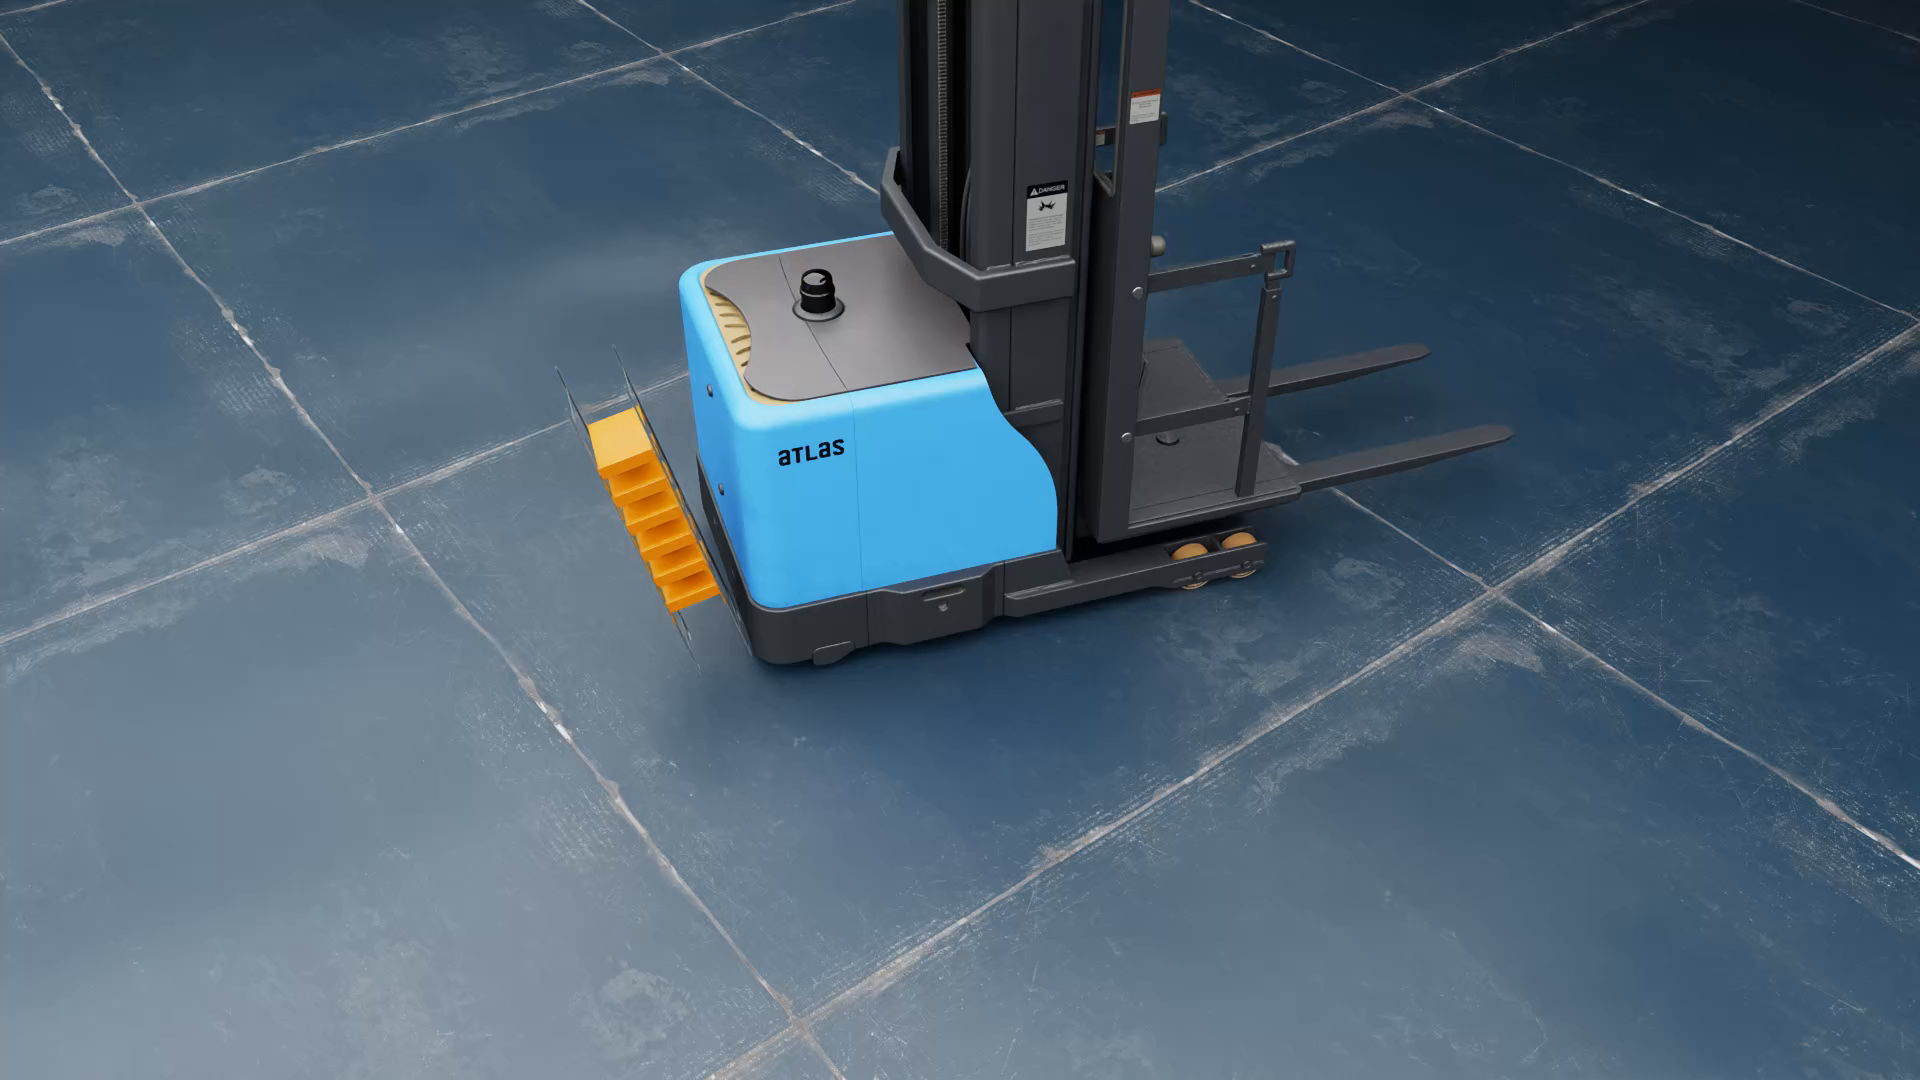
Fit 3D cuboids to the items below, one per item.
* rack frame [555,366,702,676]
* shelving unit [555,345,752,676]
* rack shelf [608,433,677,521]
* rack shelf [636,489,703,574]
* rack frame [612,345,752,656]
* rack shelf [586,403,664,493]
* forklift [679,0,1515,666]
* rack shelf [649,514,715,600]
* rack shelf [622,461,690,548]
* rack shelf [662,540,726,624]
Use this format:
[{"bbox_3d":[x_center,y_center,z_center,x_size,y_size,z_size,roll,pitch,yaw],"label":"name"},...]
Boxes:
[{"bbox_3d":[-1.055,-0.031,5.366,0.006,1.200,0.240,-22,42,-4],"label":"rack frame"},{"bbox_3d":[-0.970,-0.065,5.373,0.189,1.200,0.258,-22,42,-4],"label":"shelving unit"},{"bbox_3d":[-1.014,-0.203,5.242,0.180,0.103,0.258,-22,42,-4],"label":"rack shelf"},{"bbox_3d":[-0.960,-0.034,5.403,0.180,0.103,0.258,-22,42,-4],"label":"rack shelf"},{"bbox_3d":[-0.886,-0.099,5.380,0.006,1.200,0.240,-22,42,-4],"label":"rack frame"},{"bbox_3d":[-1.041,-0.288,5.161,0.180,0.103,0.258,-22,42,-4],"label":"rack shelf"},{"bbox_3d":[0.596,-1.261,5.476,3.031,2.935,1.130,-12,41,-14],"label":"forklift"},{"bbox_3d":[-0.933,0.051,5.483,0.180,0.103,0.258,-22,42,-4],"label":"rack shelf"},{"bbox_3d":[-0.987,-0.118,5.322,0.180,0.103,0.258,-22,42,-4],"label":"rack shelf"},{"bbox_3d":[-0.906,0.136,5.564,0.180,0.103,0.258,-22,42,-4],"label":"rack shelf"}]
